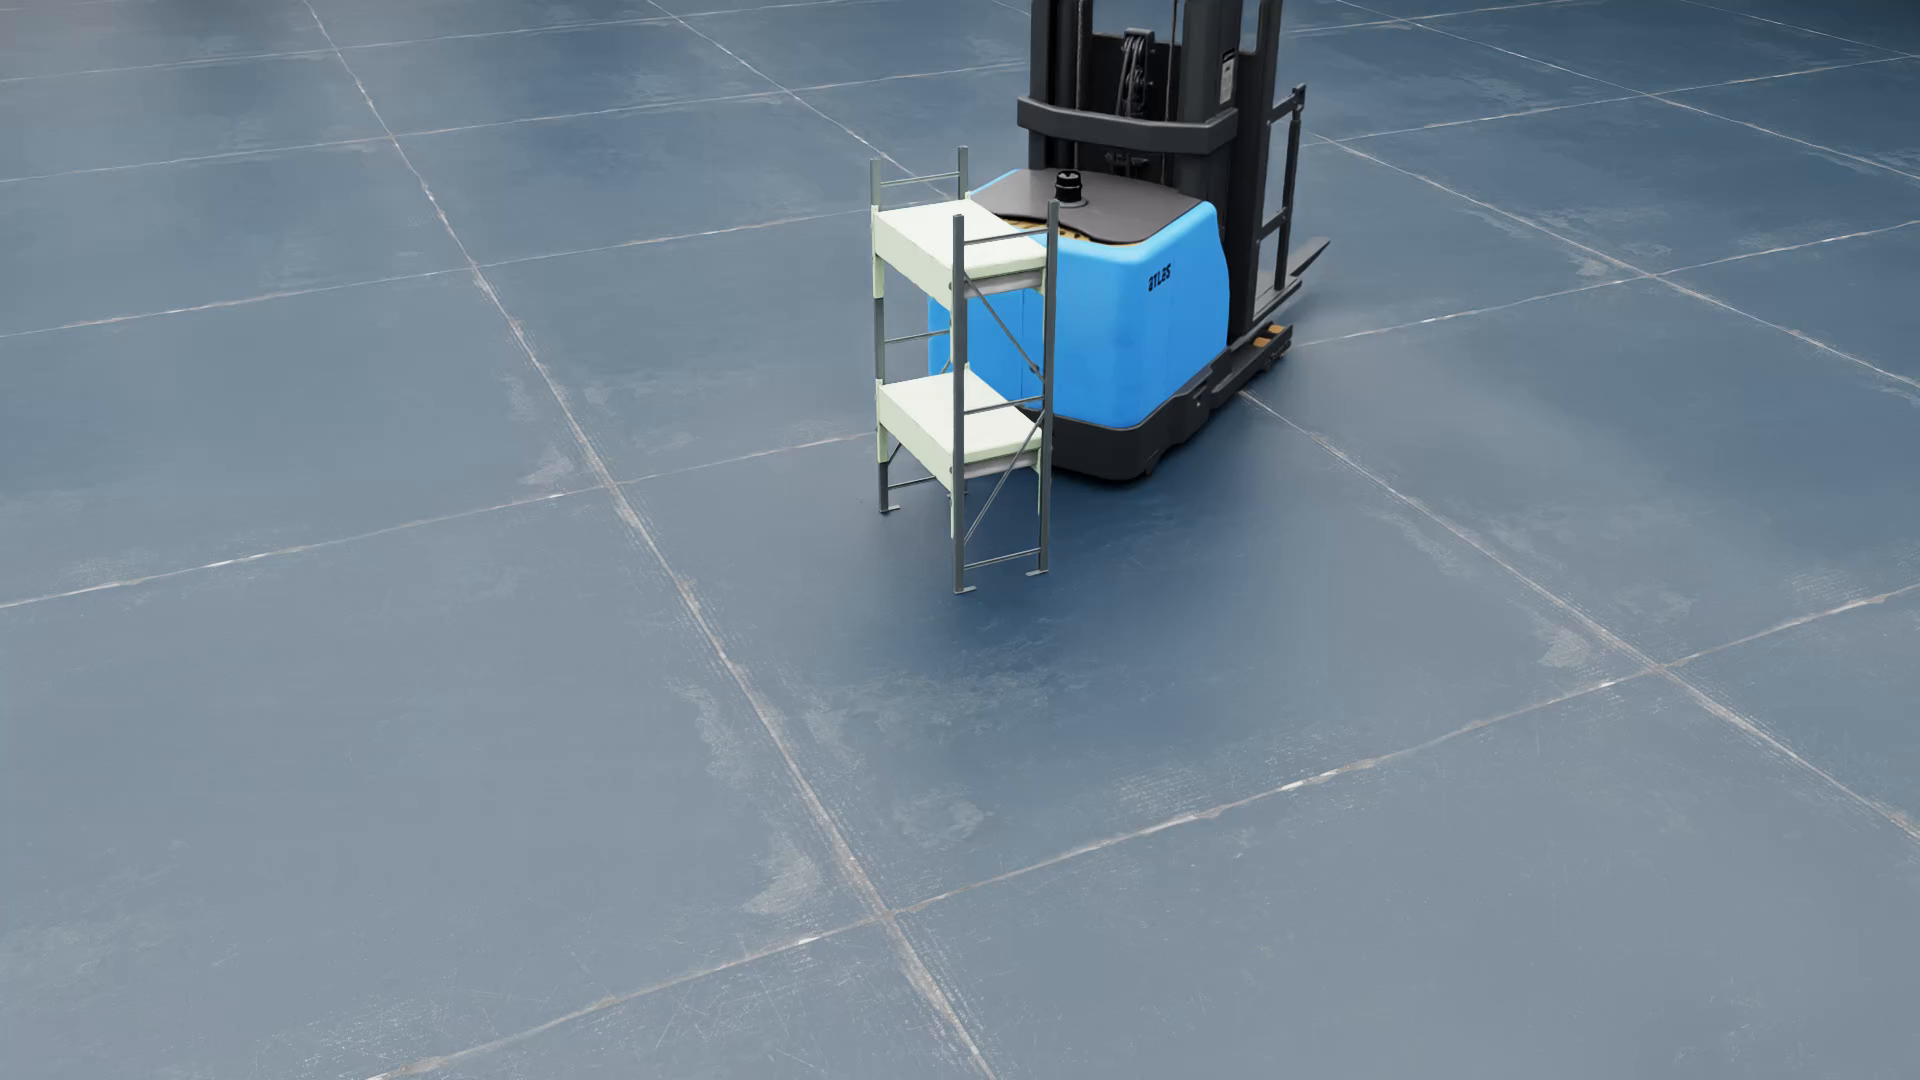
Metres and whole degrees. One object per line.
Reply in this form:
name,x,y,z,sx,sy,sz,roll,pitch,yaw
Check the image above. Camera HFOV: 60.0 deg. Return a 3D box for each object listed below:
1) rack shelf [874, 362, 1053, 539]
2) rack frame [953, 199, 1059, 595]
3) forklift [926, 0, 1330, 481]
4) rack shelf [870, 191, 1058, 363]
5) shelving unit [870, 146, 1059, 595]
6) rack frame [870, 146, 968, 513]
rack shelf,0.003,-0.367,6.537,0.431,0.370,0.720,-13,32,-22
rack frame,0.160,-0.490,6.090,0.400,1.500,0.023,-13,32,-22
forklift,1.020,-2.217,7.706,1.130,2.935,3.031,16,33,26
rack shelf,0.003,-0.992,6.187,0.431,0.370,0.720,-13,32,-22
shelving unit,0.003,-0.651,6.378,0.431,1.500,0.755,-13,32,-22
rack frame,-0.154,-0.813,6.666,0.400,1.500,0.023,-13,32,-22
